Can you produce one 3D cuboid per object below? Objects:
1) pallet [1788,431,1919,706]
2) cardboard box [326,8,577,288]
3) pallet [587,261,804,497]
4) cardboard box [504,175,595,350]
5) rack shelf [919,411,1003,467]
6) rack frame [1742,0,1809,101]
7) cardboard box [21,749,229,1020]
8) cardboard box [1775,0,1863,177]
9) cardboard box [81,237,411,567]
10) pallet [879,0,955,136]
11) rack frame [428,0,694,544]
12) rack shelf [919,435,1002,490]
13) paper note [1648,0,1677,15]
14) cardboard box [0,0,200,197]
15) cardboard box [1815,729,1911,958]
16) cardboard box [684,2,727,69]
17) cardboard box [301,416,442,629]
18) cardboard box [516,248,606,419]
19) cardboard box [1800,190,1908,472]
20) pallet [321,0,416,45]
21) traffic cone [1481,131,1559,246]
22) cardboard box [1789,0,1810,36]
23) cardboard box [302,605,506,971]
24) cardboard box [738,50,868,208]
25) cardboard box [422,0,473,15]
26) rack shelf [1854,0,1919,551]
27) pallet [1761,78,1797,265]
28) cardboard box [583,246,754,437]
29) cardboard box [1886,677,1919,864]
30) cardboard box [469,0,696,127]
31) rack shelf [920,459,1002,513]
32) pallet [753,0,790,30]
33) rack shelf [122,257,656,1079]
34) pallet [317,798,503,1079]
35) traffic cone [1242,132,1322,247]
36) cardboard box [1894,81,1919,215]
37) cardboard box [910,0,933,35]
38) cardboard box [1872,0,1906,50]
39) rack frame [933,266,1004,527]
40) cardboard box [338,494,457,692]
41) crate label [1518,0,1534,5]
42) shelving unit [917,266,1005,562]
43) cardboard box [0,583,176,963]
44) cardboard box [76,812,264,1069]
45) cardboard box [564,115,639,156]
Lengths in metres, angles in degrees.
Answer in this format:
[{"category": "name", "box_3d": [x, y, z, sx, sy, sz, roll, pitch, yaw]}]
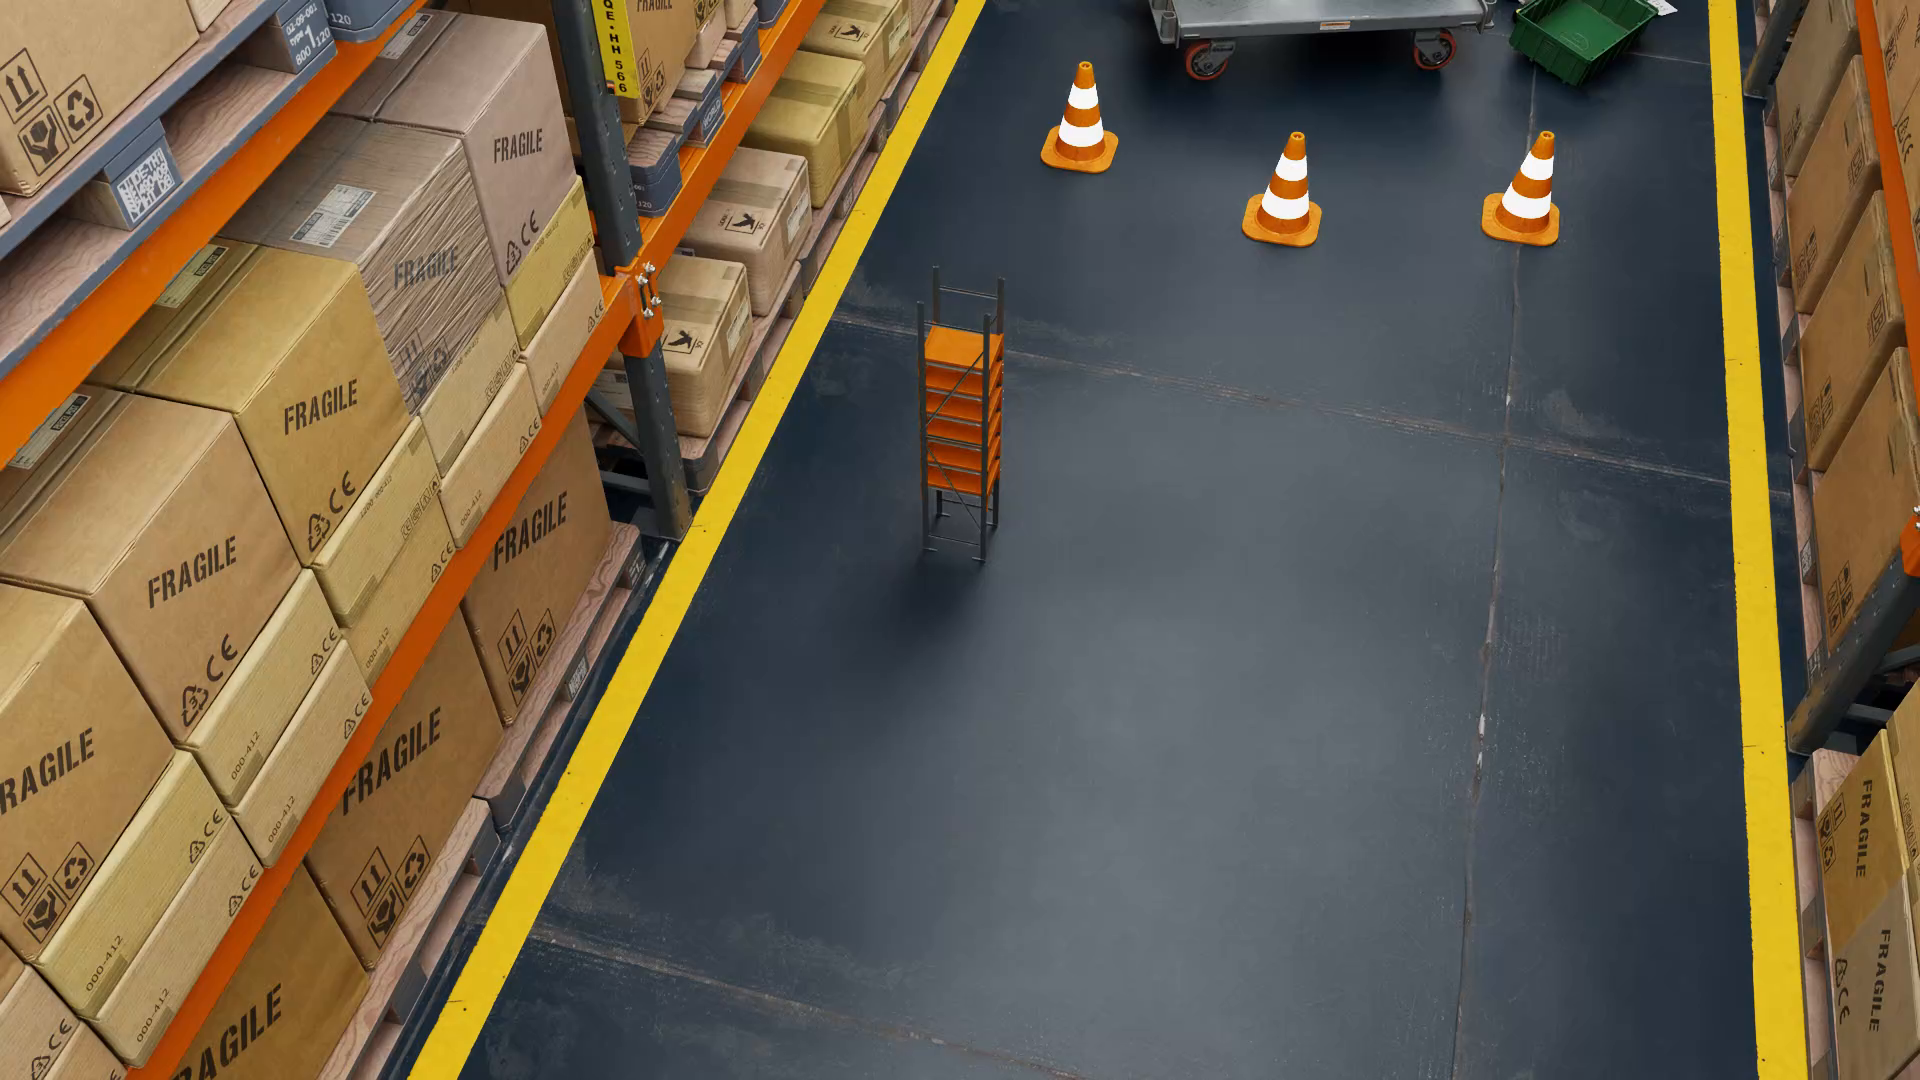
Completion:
[{"category": "pallet", "box_3d": [3.572, 0.150, 5.977, 1.003, 0.211, 1.213, 12, 50, 10]}, {"category": "cardboard box", "box_3d": [-1.394, -1.059, 4.451, 0.500, 0.500, 0.500, 10, 49, 9]}, {"category": "pallet", "box_3d": [-1.303, -0.763, 6.783, 1.003, 0.211, 1.213, 12, 50, 10]}, {"category": "cardboard box", "box_3d": [-1.393, -0.836, 4.754, 0.500, 0.250, 0.500, 11, 50, 10]}, {"category": "rack shelf", "box_3d": [0.004, -0.378, 5.843, 0.258, 0.103, 0.180, 12, 50, 10]}, {"category": "rack frame", "box_3d": [4.345, -3.111, 6.995, 1.000, 3.000, 0.127, 12, 50, 10]}, {"category": "cardboard box", "box_3d": [-1.907, 0.651, 3.441, 0.500, 0.250, 0.500, 12, 50, 11]}, {"category": "cardboard box", "box_3d": [4.268, -2.038, 7.269, 1.050, 0.750, 0.750, 11, 50, 10]}, {"category": "cardboard box", "box_3d": [-1.658, -0.329, 3.806, 0.500, 0.500, 0.500, 12, 50, 10]}, {"category": "pallet", "box_3d": [-0.661, -2.528, 8.341, 1.003, 0.211, 1.213, 12, 50, 10]}, {"category": "rack frame", "box_3d": [-1.510, -1.121, 5.239, 1.000, 3.000, 0.127, 12, 50, 10]}, {"category": "rack shelf", "box_3d": [0.004, -0.299, 5.933, 0.258, 0.103, 0.180, 12, 50, 10]}, {"category": "paper note", "box_3d": [3.648, -2.793, 8.695, 0.147, 0.020, 0.142, -19, 51, -16]}, {"category": "cardboard box", "box_3d": [-1.694, -0.954, 2.744, 0.500, 0.500, 0.500, 12, 50, 10]}, {"category": "cardboard box", "box_3d": [2.860, 0.932, 4.814, 0.500, 0.500, 0.500, 10, 49, 8]}, {"category": "cardboard box", "box_3d": [-1.022, -1.762, 5.692, 0.380, 0.149, 0.250, 9, 49, 8]}, {"category": "cardboard box", "box_3d": [-1.639, -0.091, 4.096, 0.500, 0.250, 0.500, 10, 49, 9]}, {"category": "cardboard box", "box_3d": [-1.393, -0.654, 4.927, 0.500, 0.250, 0.500, 10, 49, 9]}, {"category": "cardboard box", "box_3d": [3.766, -0.668, 6.059, 1.050, 0.750, 0.750, 12, 50, 11]}, {"category": "pallet", "box_3d": [-1.629, -1.575, 3.765, 1.213, 0.211, 1.003, 14, 50, 12]}, {"category": "traffic cone", "box_3d": [2.535, -1.599, 7.353, 0.336, 0.463, 0.334, 12, 50, 10]}, {"category": "cardboard box", "box_3d": [4.578, -2.988, 8.023, 0.875, 0.875, 0.875, 12, 50, 11]}, {"category": "cardboard box", "box_3d": [-2.011, 0.571, 4.883, 0.875, 0.875, 0.875, 12, 50, 10]}, {"category": "cardboard box", "box_3d": [-0.960, -1.880, 7.381, 0.950, 0.372, 0.625, 13, 50, 11]}, {"category": "cardboard box", "box_3d": [-1.659, -1.775, 5.271, 0.500, 0.500, 0.500, 10, 49, 9]}, {"category": "rack shelf", "box_3d": [3.818, -1.426, 5.988, 1.077, 0.370, 4.000, 12, 50, 10]}, {"category": "pallet", "box_3d": [4.214, -1.615, 7.535, 1.003, 0.211, 1.213, 12, 50, 10]}, {"category": "cardboard box", "box_3d": [-1.352, -0.797, 6.426, 0.950, 0.372, 0.625, 9, 49, 7]}, {"category": "cardboard box", "box_3d": [2.877, 0.674, 4.542, 0.500, 0.250, 0.500, 10, 49, 8]}, {"category": "cardboard box", "box_3d": [-1.169, -1.671, 5.179, 0.500, 0.500, 0.500, 10, 49, 9]}, {"category": "rack shelf", "box_3d": [0.004, -0.219, 6.023, 0.258, 0.103, 0.180, 12, 50, 10]}, {"category": "pallet", "box_3d": [-1.029, -2.498, 6.582, 1.003, 0.211, 1.213, 12, 50, 10]}, {"category": "rack shelf", "box_3d": [-2.037, 0.564, 4.232, 1.077, 0.370, 4.000, 12, 50, 10]}, {"category": "pallet", "box_3d": [-2.114, 1.237, 5.018, 1.003, 0.211, 1.213, 12, 50, 10]}, {"category": "traffic cone", "box_3d": [1.455, -1.595, 7.349, 0.336, 0.463, 0.334, 12, 50, 10]}, {"category": "cardboard box", "box_3d": [3.416, -1.351, 5.375, 0.500, 0.500, 0.500, 11, 49, 9]}, {"category": "cardboard box", "box_3d": [-0.593, -2.904, 8.285, 0.950, 0.372, 0.625, 12, 50, 11]}, {"category": "cardboard box", "box_3d": [3.680, -2.090, 6.027, 0.500, 0.500, 0.500, 11, 50, 10]}, {"category": "rack frame", "box_3d": [0.028, -0.474, 5.868, 0.240, 1.200, 0.006, 12, 50, 10]}, {"category": "cardboard box", "box_3d": [-1.660, 0.079, 4.279, 0.500, 0.250, 0.500, 11, 50, 10]}, {"category": "crate label", "box_3d": [2.975, -2.963, 8.774, 0.298, 0.136, 0.250, -19, 51, -16]}, {"category": "shelving unit", "box_3d": [0.004, -0.407, 5.809, 0.258, 1.200, 0.189, 12, 50, 10]}, {"category": "cardboard box", "box_3d": [-1.928, 0.411, 3.153, 0.500, 0.500, 0.500, 10, 49, 9]}, {"category": "cardboard box", "box_3d": [-1.908, 0.813, 3.631, 0.500, 0.250, 0.500, 11, 50, 10]}, {"category": "cardboard box", "box_3d": [-1.245, -1.375, 5.351, 0.380, 0.149, 0.250, 9, 49, 8]}]
